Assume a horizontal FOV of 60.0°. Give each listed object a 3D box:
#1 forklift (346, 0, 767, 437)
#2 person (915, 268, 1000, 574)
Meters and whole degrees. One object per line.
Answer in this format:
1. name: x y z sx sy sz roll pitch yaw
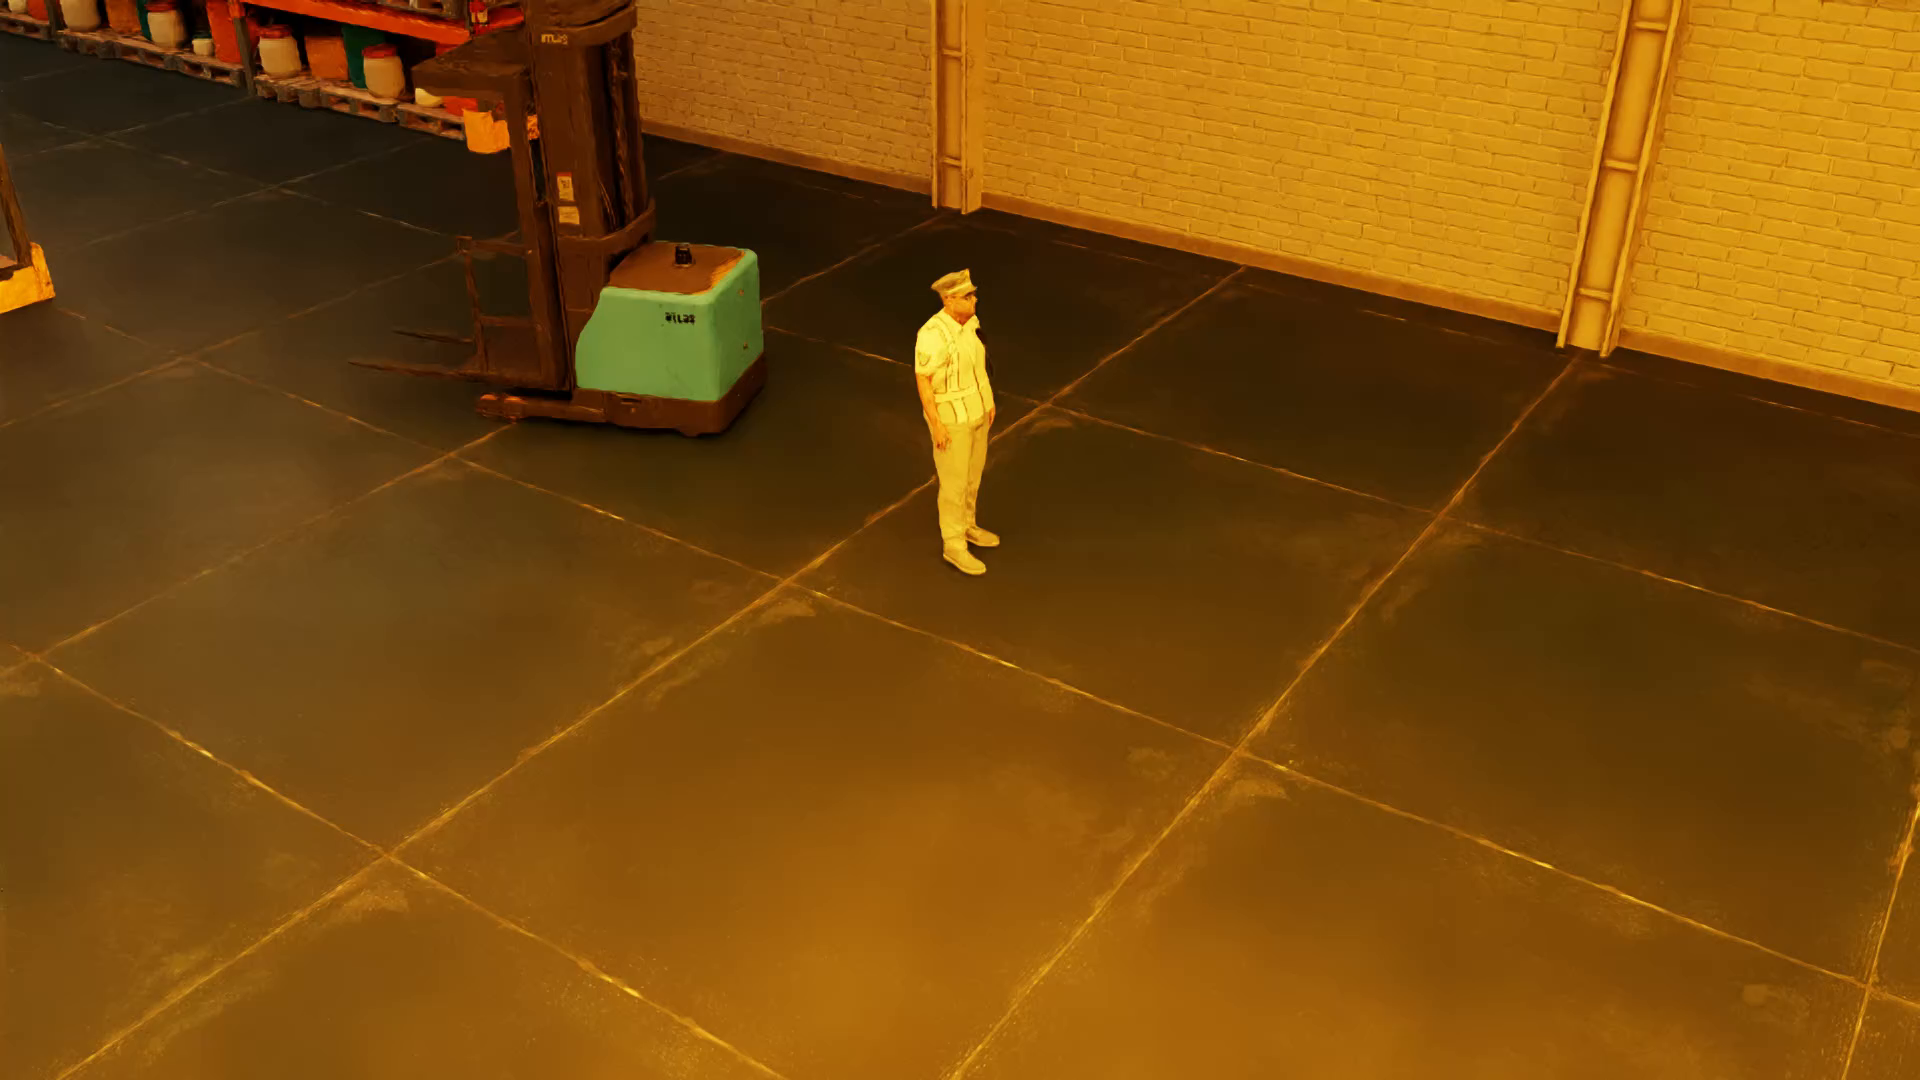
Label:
1. forklift: -3.015 -2.382 11.683 3.031 2.935 1.130 7 31 12
2. person: 0.058 -0.750 10.003 0.574 1.778 0.640 19 35 29
